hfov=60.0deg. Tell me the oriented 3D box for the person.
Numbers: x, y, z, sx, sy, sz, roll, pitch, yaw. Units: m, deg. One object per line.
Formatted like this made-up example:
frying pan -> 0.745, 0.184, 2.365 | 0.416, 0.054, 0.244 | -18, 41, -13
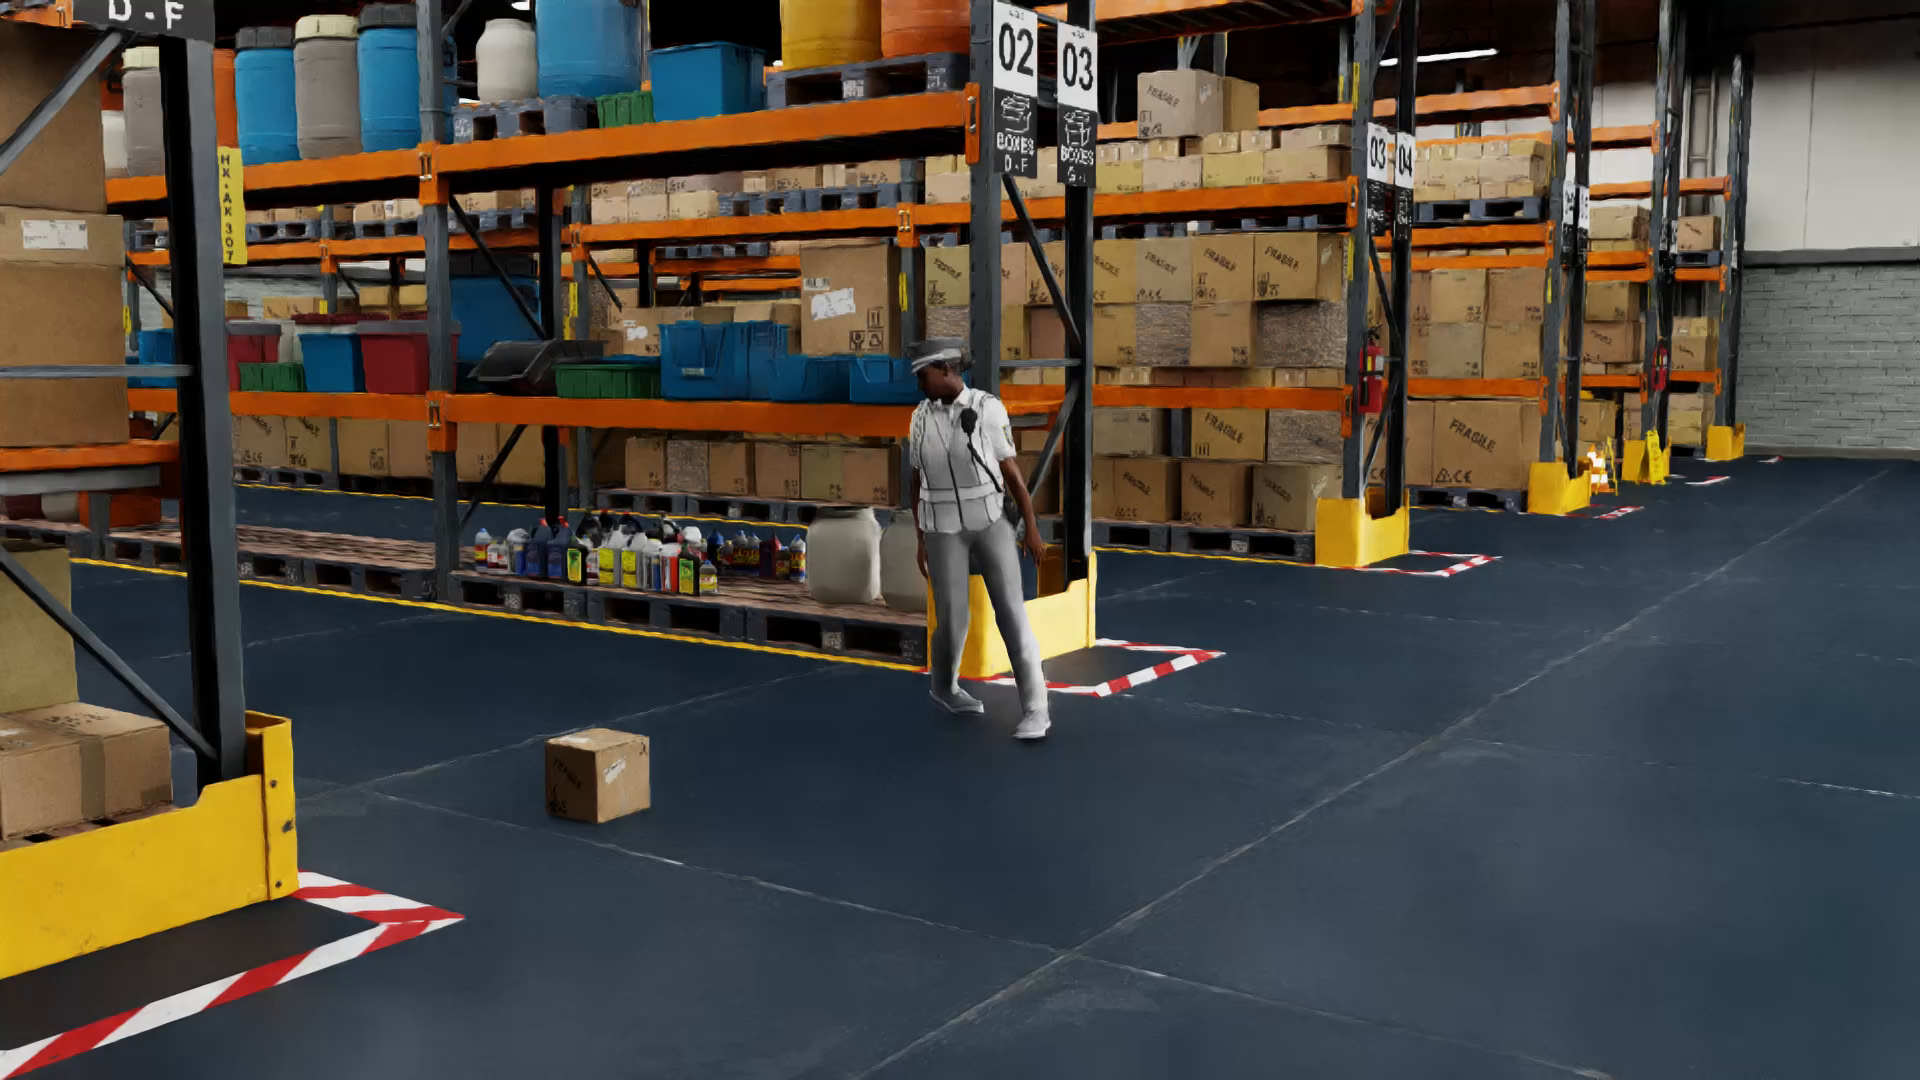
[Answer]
person -> 0.076, -0.023, 6.847 | 0.598, 1.602, 0.595 | 1, 6, 5
